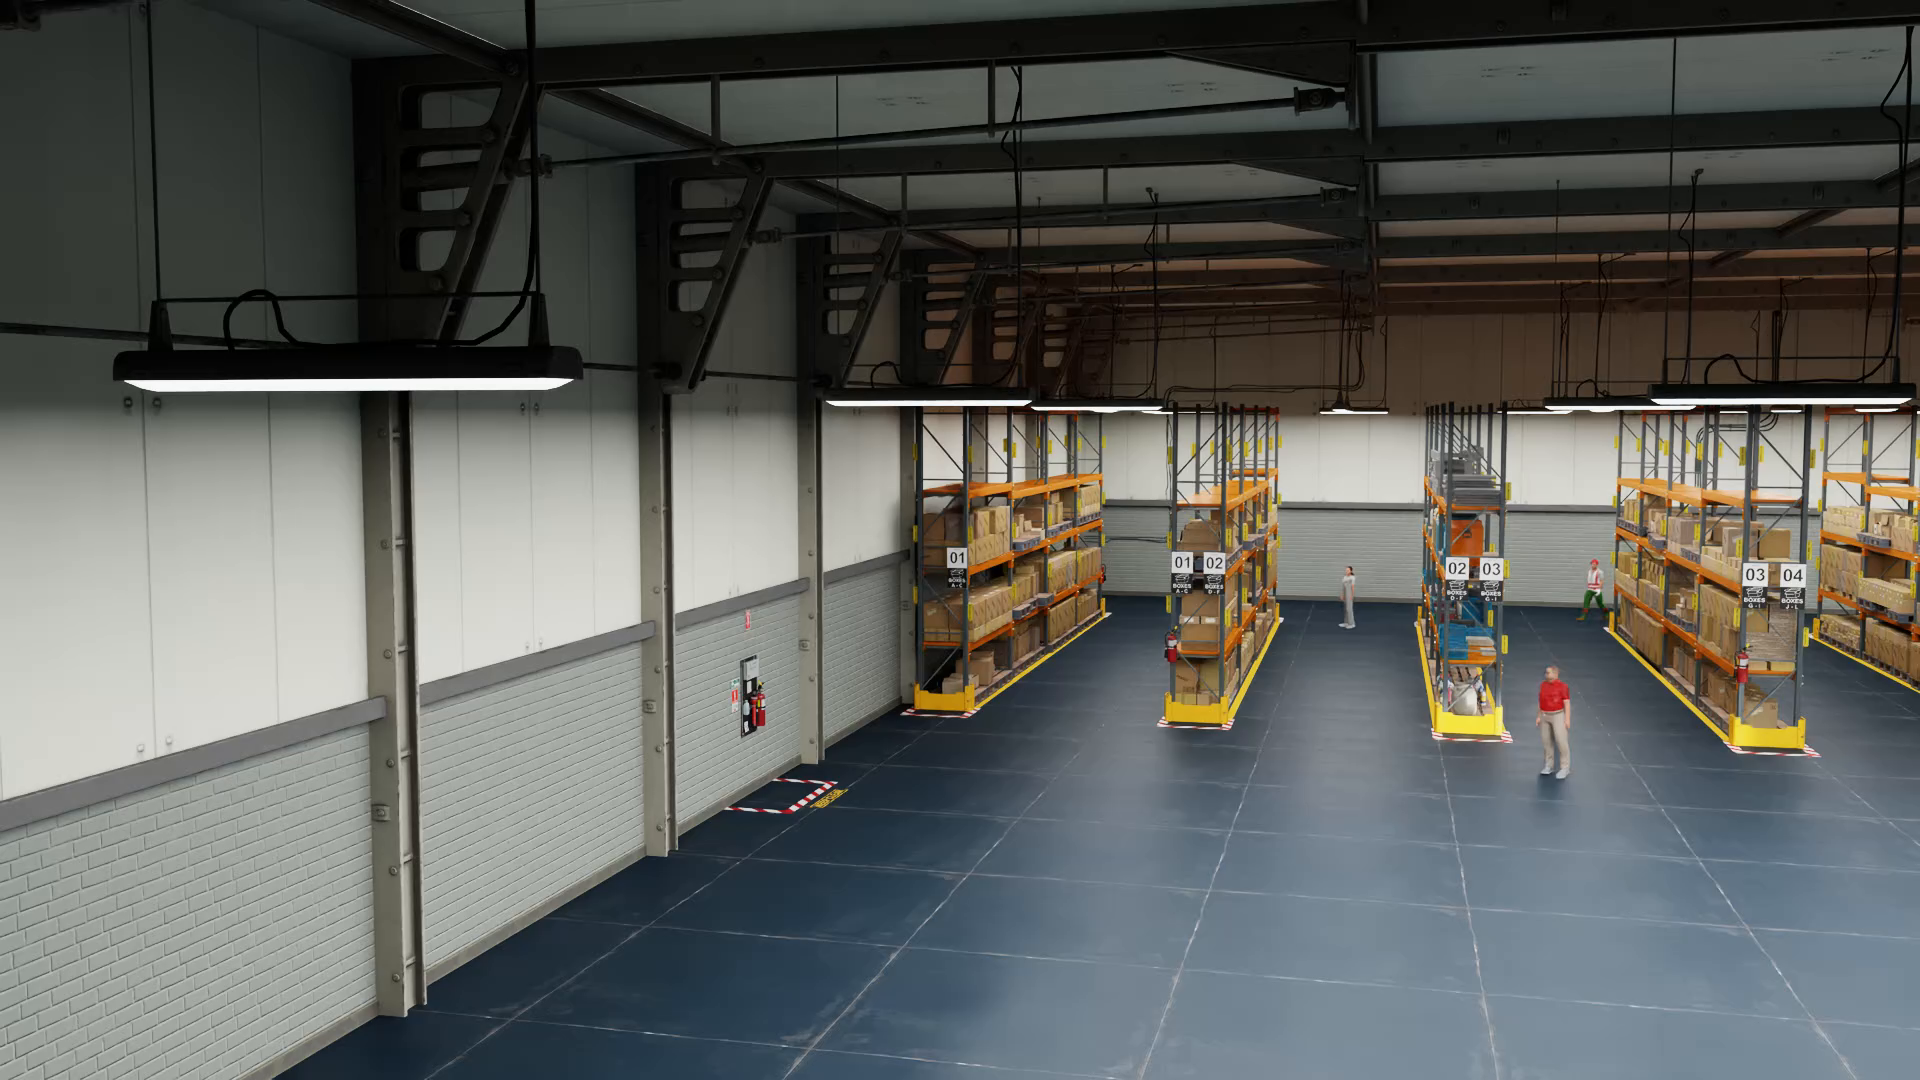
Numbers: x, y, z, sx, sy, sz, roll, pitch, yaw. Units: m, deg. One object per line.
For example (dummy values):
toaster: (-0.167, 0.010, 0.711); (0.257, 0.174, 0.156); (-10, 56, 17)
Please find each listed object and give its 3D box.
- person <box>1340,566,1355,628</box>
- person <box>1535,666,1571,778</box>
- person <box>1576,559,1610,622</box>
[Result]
person: (10.582, 1.560, 45.349); (0.359, 1.712, 0.516); (-1, 4, -11)
person: (9.483, 2.885, 26.642); (0.603, 1.724, 0.467); (4, 6, 43)
person: (17.737, 1.411, 46.500); (1.023, 1.764, 0.590); (-2, 5, -27)
